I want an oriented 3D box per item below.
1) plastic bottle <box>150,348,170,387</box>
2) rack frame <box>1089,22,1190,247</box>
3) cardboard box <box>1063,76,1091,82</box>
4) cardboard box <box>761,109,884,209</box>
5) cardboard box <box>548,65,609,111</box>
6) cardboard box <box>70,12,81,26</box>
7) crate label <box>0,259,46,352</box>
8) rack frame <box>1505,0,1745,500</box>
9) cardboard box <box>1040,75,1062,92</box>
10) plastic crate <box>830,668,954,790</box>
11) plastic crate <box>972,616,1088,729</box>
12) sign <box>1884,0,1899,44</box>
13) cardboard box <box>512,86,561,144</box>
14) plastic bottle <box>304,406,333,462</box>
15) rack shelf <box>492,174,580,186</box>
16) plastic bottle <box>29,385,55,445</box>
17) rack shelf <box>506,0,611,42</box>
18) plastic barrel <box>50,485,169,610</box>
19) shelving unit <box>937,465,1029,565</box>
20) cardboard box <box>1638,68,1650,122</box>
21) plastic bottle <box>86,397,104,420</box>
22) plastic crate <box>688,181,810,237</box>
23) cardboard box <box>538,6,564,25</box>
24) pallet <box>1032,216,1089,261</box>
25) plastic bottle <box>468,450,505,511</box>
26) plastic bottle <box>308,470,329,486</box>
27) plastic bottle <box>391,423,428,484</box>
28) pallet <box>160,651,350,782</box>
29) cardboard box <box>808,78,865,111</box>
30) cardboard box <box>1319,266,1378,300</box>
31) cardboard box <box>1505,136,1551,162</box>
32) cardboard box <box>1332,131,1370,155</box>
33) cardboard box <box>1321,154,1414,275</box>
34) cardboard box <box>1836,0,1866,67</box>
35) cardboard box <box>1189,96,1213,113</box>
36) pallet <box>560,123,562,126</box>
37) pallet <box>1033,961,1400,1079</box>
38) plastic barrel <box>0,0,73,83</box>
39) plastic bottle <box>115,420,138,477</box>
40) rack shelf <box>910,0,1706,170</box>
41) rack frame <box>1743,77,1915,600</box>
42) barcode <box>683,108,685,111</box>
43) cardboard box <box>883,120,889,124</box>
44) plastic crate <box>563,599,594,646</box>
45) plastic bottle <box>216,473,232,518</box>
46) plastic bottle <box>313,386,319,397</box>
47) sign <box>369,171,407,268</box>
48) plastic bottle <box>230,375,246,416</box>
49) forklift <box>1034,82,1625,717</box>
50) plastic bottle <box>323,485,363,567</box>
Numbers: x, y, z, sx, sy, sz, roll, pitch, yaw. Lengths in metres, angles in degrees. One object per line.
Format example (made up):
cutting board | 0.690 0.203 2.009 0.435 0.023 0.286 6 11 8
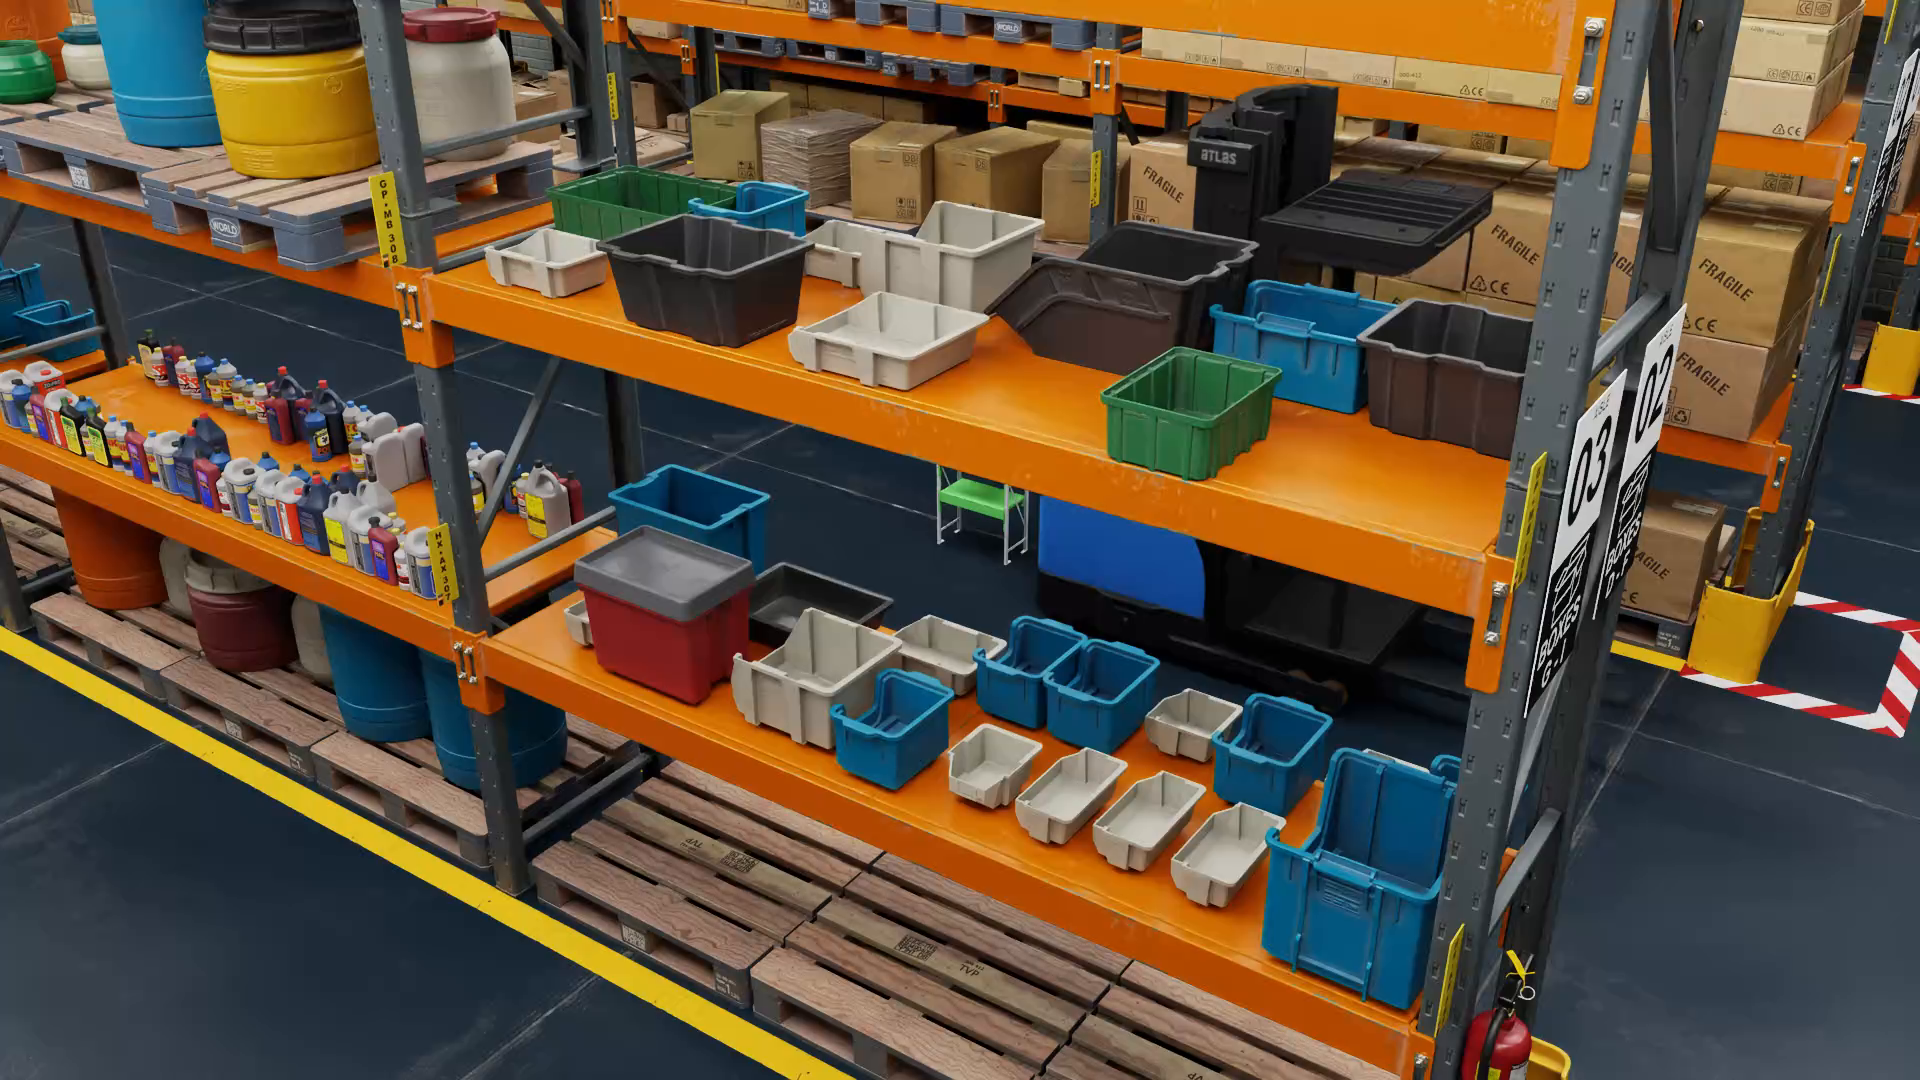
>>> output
plastic bottle | -4.328 -0.943 9.014 0.097 0.201 0.097 0 27 0
rack frame | 1.116 -1.836 10.550 0.127 3.000 1.000 17 32 30
cardboard box | 1.303 -4.543 15.410 0.500 0.500 0.500 18 32 32
cardboard box | -0.952 -2.669 11.613 0.700 0.500 0.500 -24 36 -39
cardboard box | -4.408 -5.287 19.603 0.500 0.500 0.700 15 31 27
cardboard box | -8.354 -5.003 15.948 0.250 0.149 0.380 16 31 29
crate label | -5.654 -1.384 9.623 0.616 0.435 0.502 17 32 30
rack frame | 1.606 -1.631 3.534 0.127 3.000 1.000 17 32 30
cardboard box | 0.964 -4.374 15.792 0.250 0.149 0.380 18 32 31
plastic crate | -0.232 0.659 5.767 0.300 0.233 0.416 17 32 30
plastic crate | 0.256 0.489 6.101 0.300 0.233 0.416 17 32 30
sign | 4.083 -2.338 7.253 0.005 0.325 0.100 17 32 30
cardboard box | -3.573 -3.332 13.380 0.500 0.500 0.500 15 31 28
plastic bottle | -3.134 -0.522 8.111 0.097 0.271 0.097 0 27 0
rack shelf | -3.829 -3.056 13.740 4.000 0.370 1.077 17 32 30
plastic bottle | -4.569 -0.626 8.302 0.133 0.283 0.061 17 32 30
rack shelf | -3.829 -4.393 13.060 4.000 0.370 1.077 17 32 30
plastic barrel | -4.575 -0.113 9.094 0.708 0.830 0.600 17 32 30
shelving unit | 0.136 -0.492 9.894 0.503 1.200 0.258 17 32 30
cardboard box | 3.435 -2.244 8.211 0.500 0.250 0.500 17 32 30
plastic bottle | -4.378 -0.624 8.388 0.097 0.201 0.097 0 27 0
plastic crate | -0.760 -1.133 6.046 0.300 0.233 0.416 17 32 30
cardboard box | -4.483 -6.076 19.026 0.500 0.250 0.500 18 32 31
pallet | 0.520 -1.996 11.077 1.213 0.211 1.003 17 32 30
plastic bottle | -2.159 -0.285 7.639 0.135 0.276 0.152 17 32 30
plastic bottle | -2.861 -0.182 7.443 0.097 0.271 0.097 0 27 0
plastic bottle | -2.620 -0.429 7.922 0.135 0.276 0.152 17 32 30
pallet | -3.313 0.731 8.580 1.213 0.211 1.003 17 32 30
cardboard box | -1.264 -4.732 17.686 0.500 0.250 0.500 16 31 29
cardboard box | 2.217 -1.388 9.560 0.500 0.500 0.500 17 32 30
cardboard box | 4.954 -3.487 13.465 0.700 0.700 0.980 16 31 29
cardboard box | 2.104 -2.162 9.979 0.500 0.500 0.500 17 31 29
cardboard box | 2.195 -1.835 9.336 0.500 0.500 0.500 16 31 29
cardboard box | 4.138 -2.531 8.222 0.500 0.250 0.500 17 32 30
cardboard box | 2.244 -3.982 15.022 0.250 0.149 0.380 18 32 32
pallet | -5.261 -5.286 20.404 1.213 0.211 1.003 17 32 30
pallet | 0.948 2.059 5.972 1.213 0.211 1.003 17 32 30
plastic barrel | -4.522 -2.580 7.770 0.708 0.830 0.600 17 32 30
plastic bottle | -3.973 -0.445 7.960 0.097 0.271 0.097 0 27 0
rack shelf | -0.043 -1.646 4.797 4.000 0.370 1.077 17 32 30
rack frame | 4.414 -0.808 8.531 0.127 3.000 1.000 17 32 30
barcode | -3.207 -5.031 19.407 0.075 0.075 0.001 17 32 30
cardboard box | -0.787 -4.256 17.577 0.500 0.500 0.700 17 32 30
plastic crate | -1.388 0.279 6.619 0.243 0.136 0.396 17 32 30
plastic bottle | -3.329 -0.214 7.581 0.097 0.201 0.097 0 27 0
plastic bottle | -3.209 -0.640 8.330 0.133 0.283 0.061 17 32 30
sign | -2.004 -1.120 5.827 0.005 0.325 0.100 17 32 30
plastic bottle | -3.737 -0.758 8.652 0.097 0.201 0.097 0 27 0
forklift | 1.935 -0.697 8.387 3.031 2.935 1.130 16 31 29
plastic bottle | -2.634 -0.076 7.147 0.185 0.351 0.144 17 32 30
